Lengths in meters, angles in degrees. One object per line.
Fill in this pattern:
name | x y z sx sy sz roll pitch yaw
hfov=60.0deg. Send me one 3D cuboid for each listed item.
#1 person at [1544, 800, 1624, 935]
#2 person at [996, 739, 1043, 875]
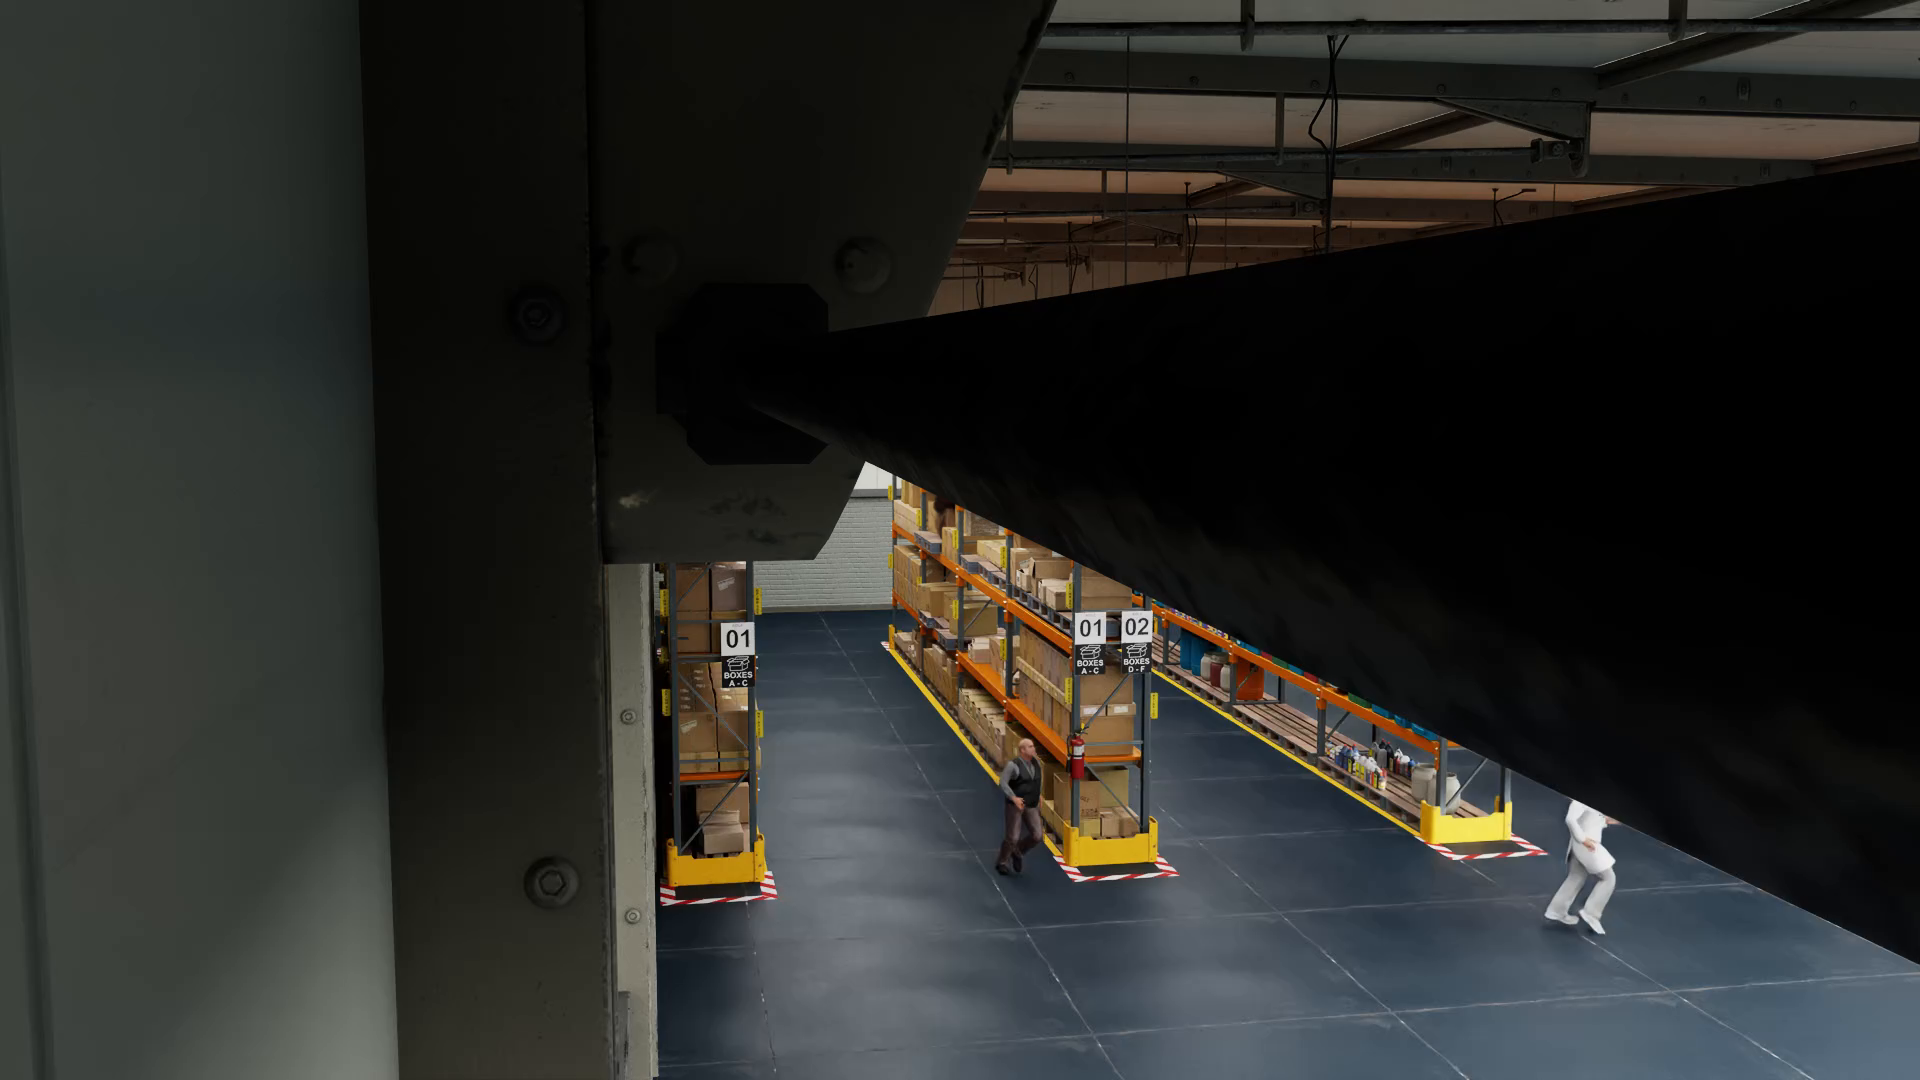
person | 6.961 3.466 18.487 0.824 1.832 0.680 1 6 8
person | 0.807 3.285 20.511 0.716 1.667 0.584 -4 7 -33
